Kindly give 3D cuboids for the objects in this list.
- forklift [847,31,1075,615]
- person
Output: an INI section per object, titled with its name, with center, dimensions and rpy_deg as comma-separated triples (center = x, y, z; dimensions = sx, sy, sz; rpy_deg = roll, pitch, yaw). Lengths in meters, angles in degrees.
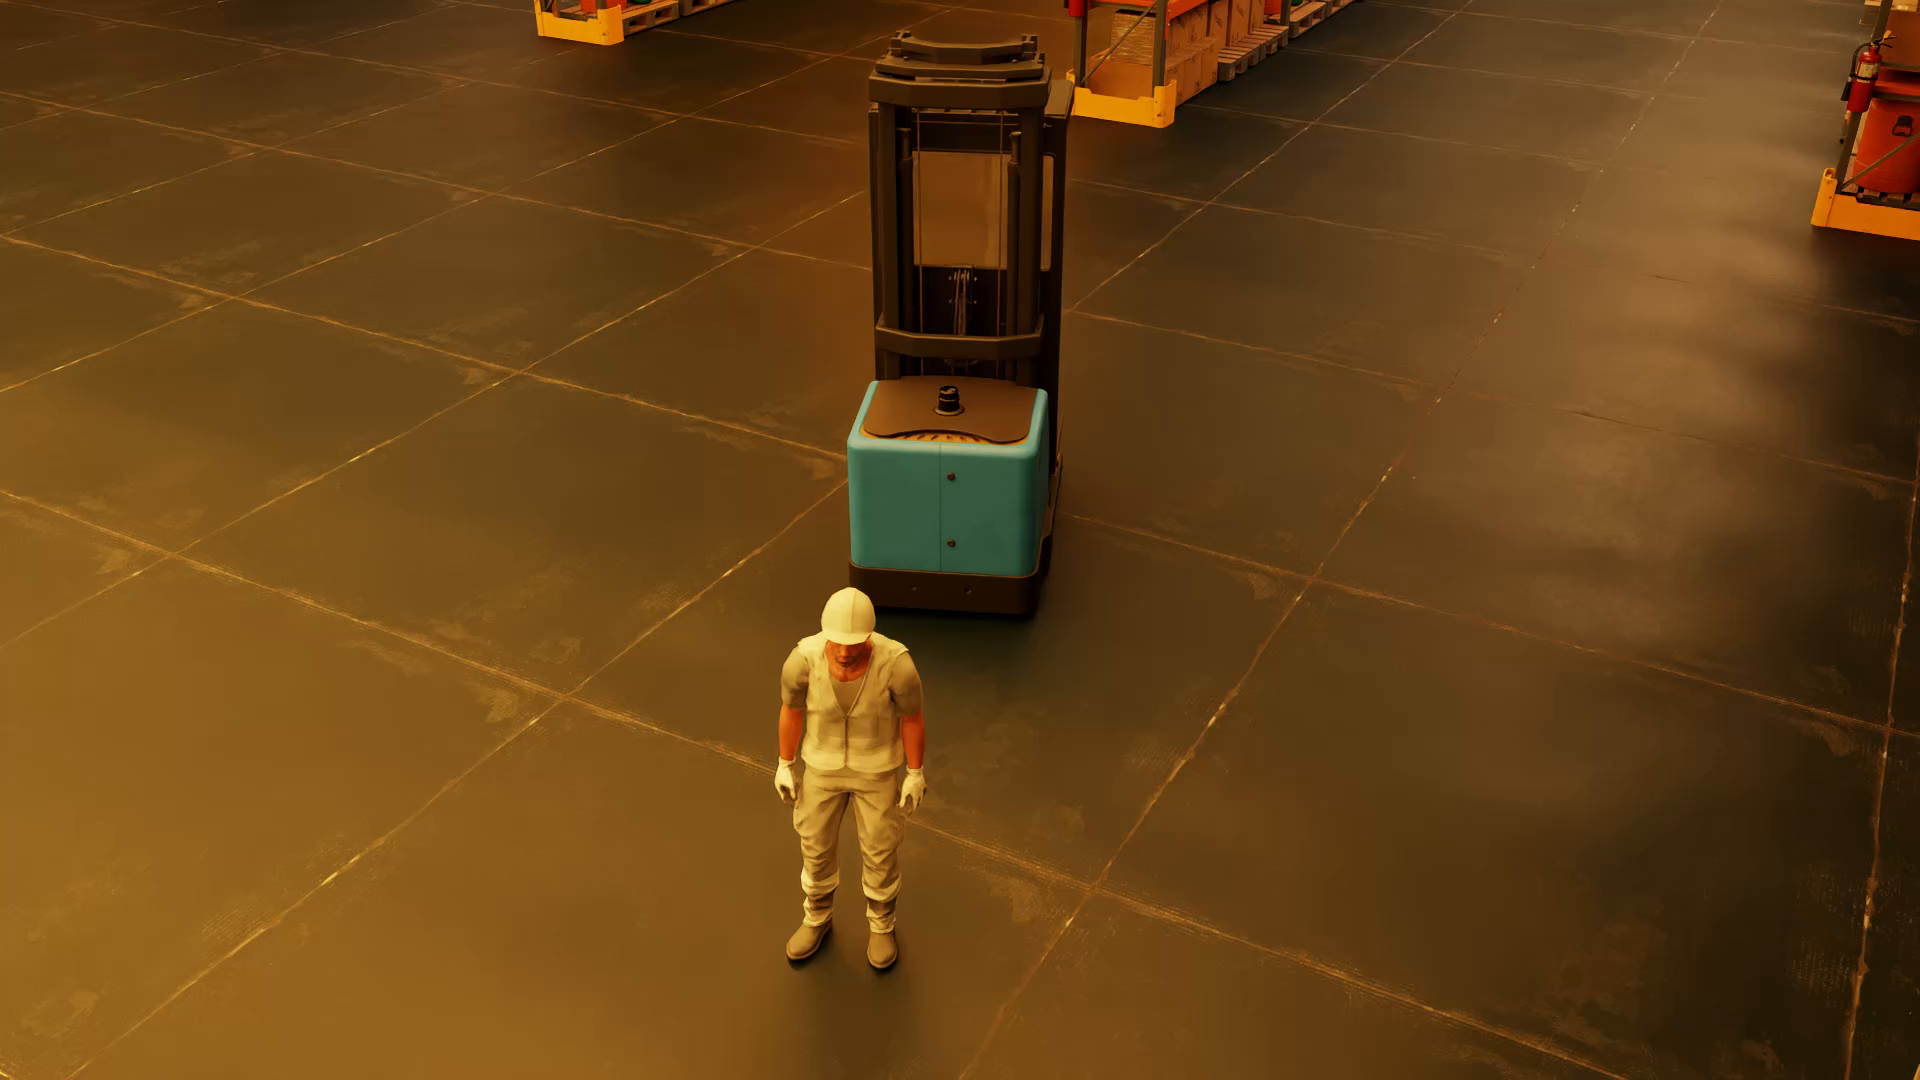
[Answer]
[forklift]
center = 0.072, -1.572, 9.794
dimensions = 1.130, 2.935, 3.031
rpy_deg = 3, 30, 6
[person]
center = -0.435, 0.932, 6.614
dimensions = 0.611, 1.778, 0.451
rpy_deg = 3, 30, 5
